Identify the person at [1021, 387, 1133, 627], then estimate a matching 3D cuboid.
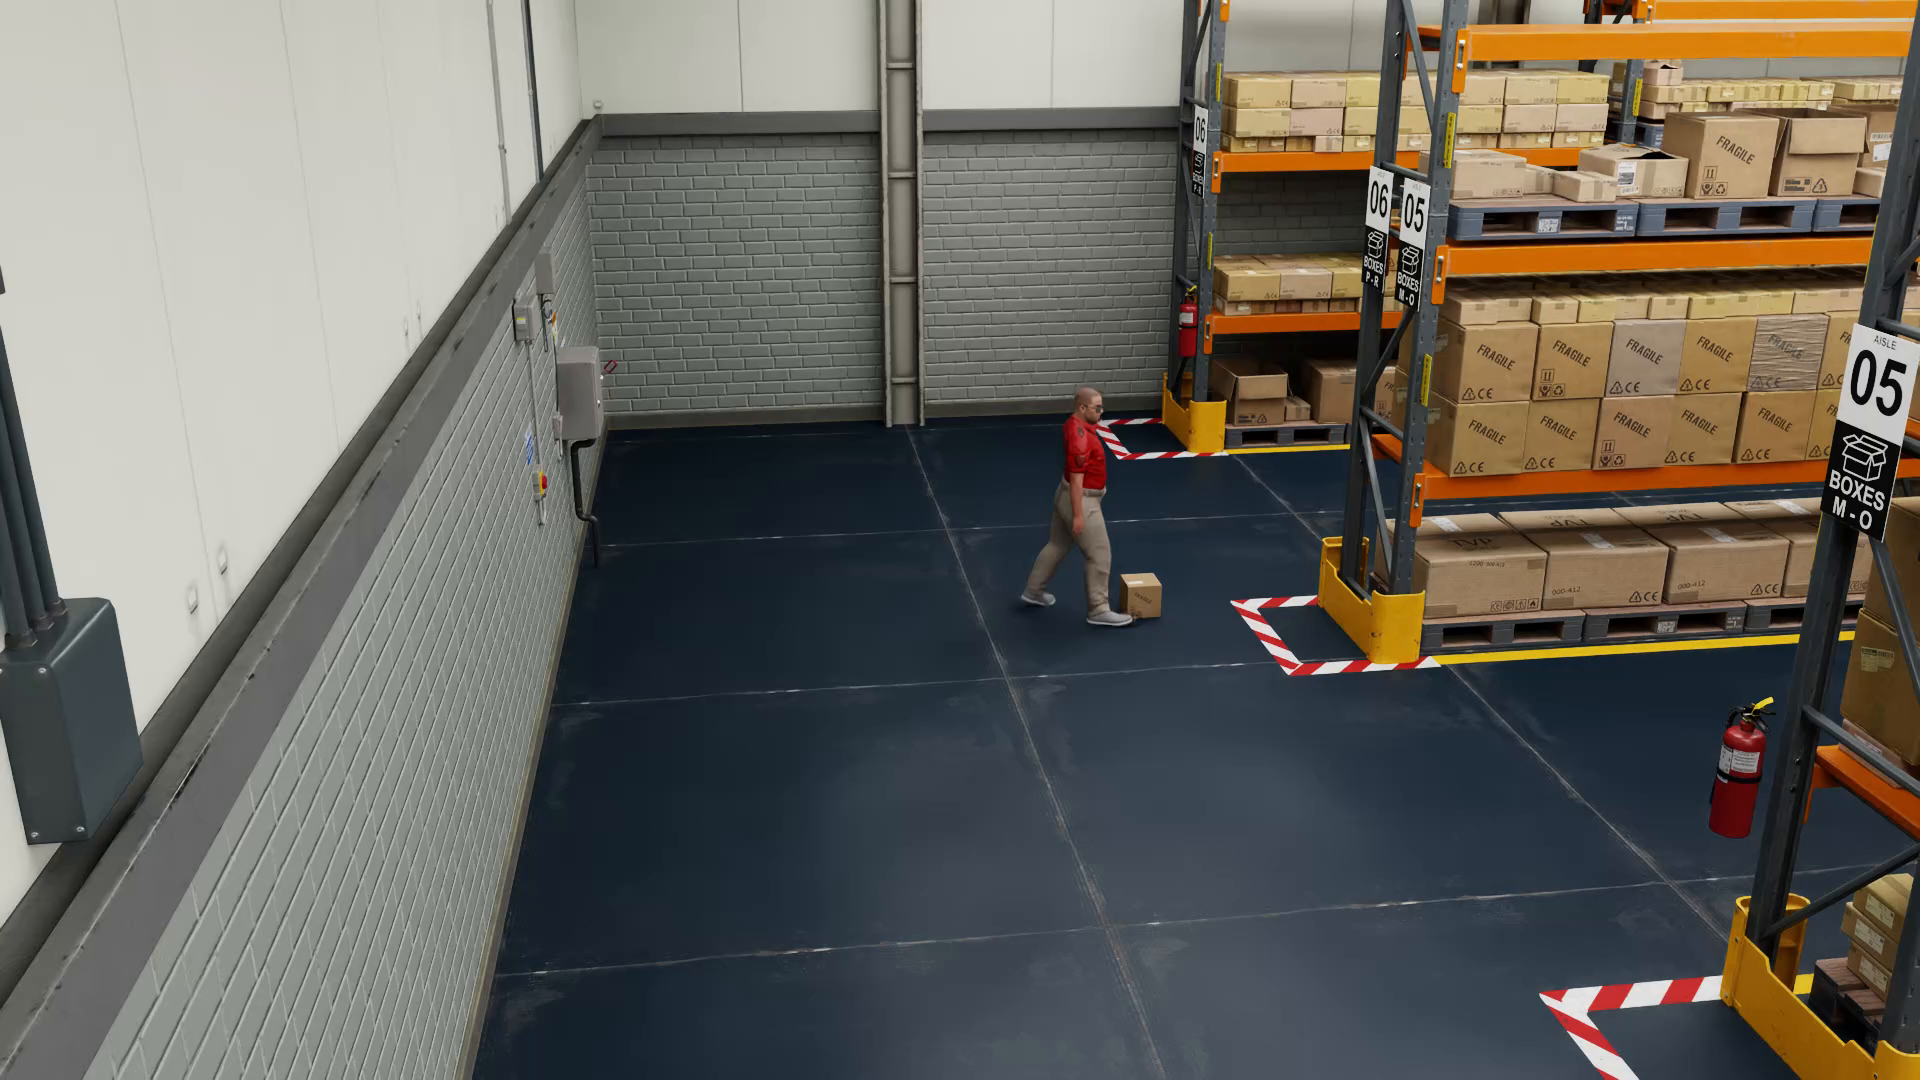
[{"bbox_3d":[0.843,-0.260,11.857,0.760,1.730,0.615,-2,20,-4],"label":"person"}]
